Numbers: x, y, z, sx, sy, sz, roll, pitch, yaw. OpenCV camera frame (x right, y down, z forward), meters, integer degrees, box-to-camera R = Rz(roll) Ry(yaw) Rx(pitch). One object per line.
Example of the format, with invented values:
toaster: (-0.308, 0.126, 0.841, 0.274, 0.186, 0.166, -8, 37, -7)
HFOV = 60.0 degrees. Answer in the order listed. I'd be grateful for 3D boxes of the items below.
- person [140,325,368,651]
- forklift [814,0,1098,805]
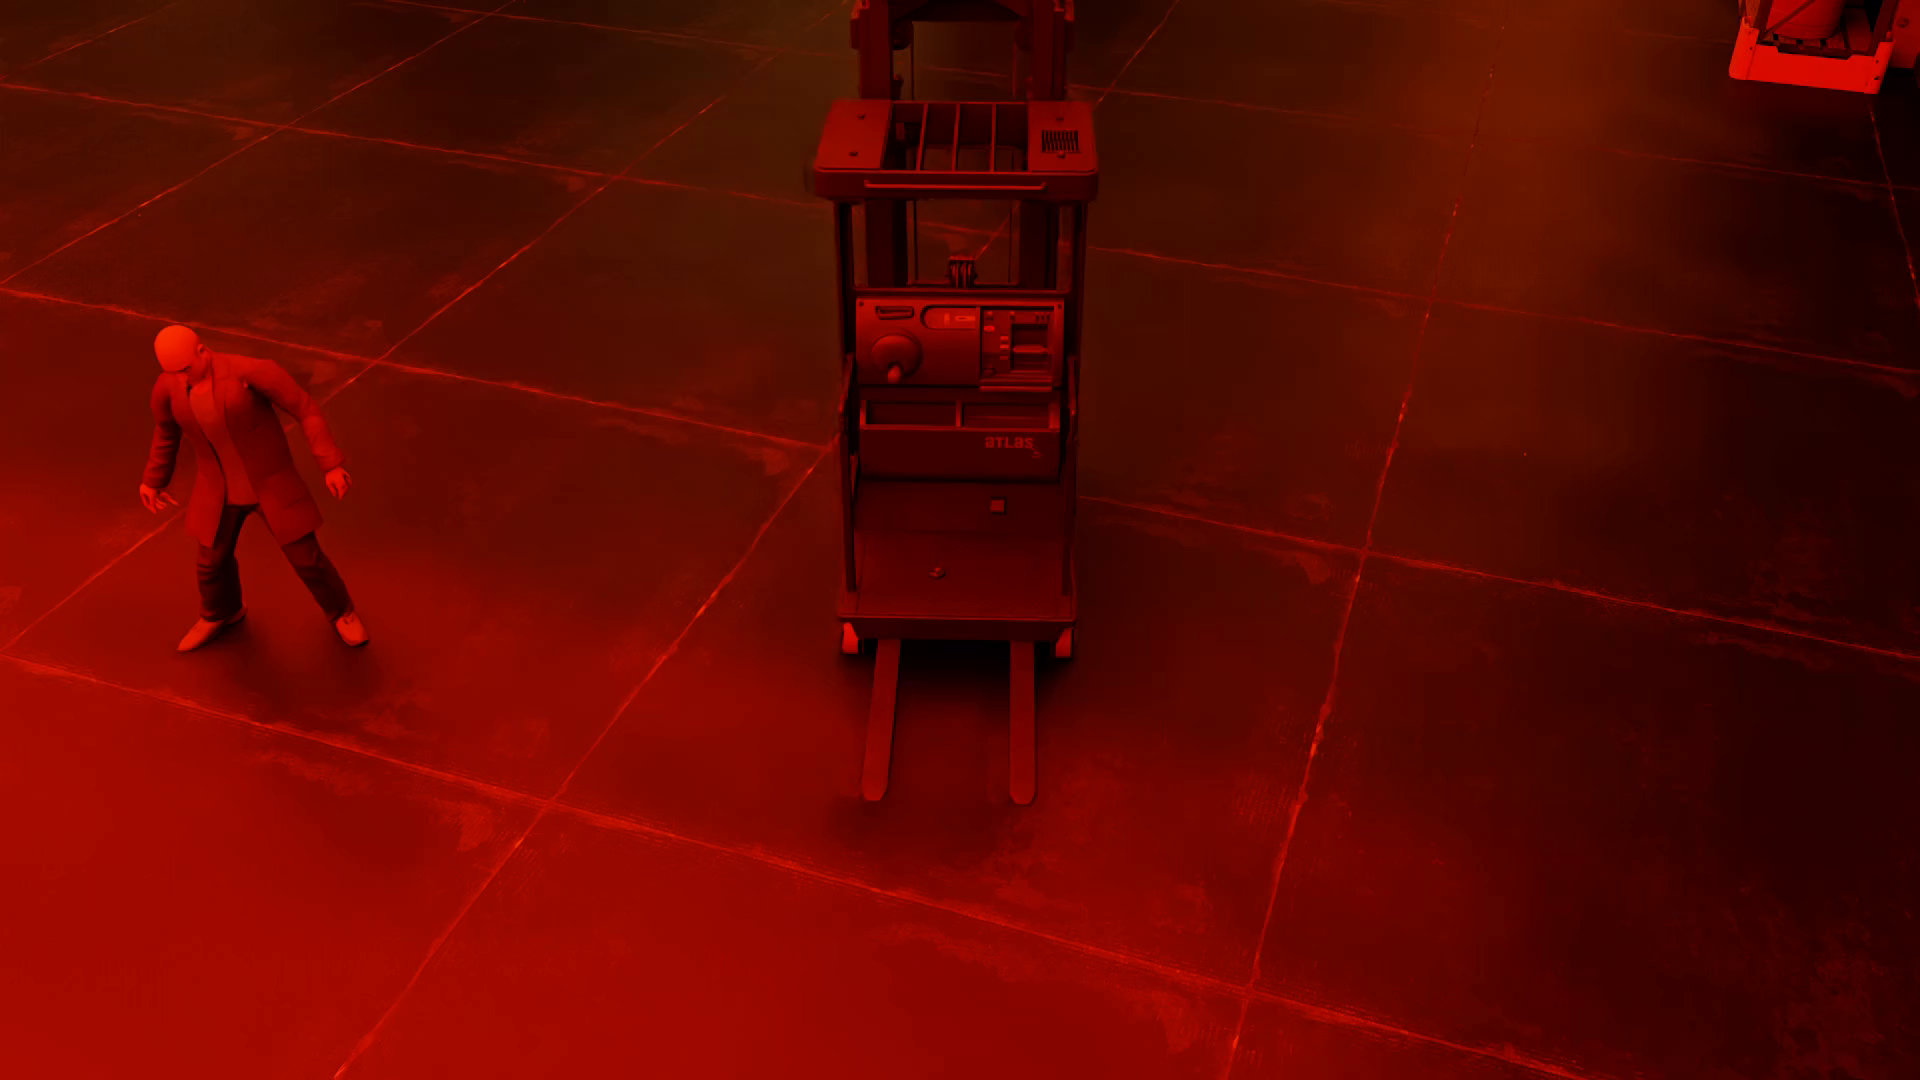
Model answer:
person: (-3.235, -0.233, 7.519, 0.992, 1.739, 0.412, -2, 35, -2)
forklift: (-0.004, -0.823, 7.272, 1.130, 2.935, 3.031, 1, 35, 1)
